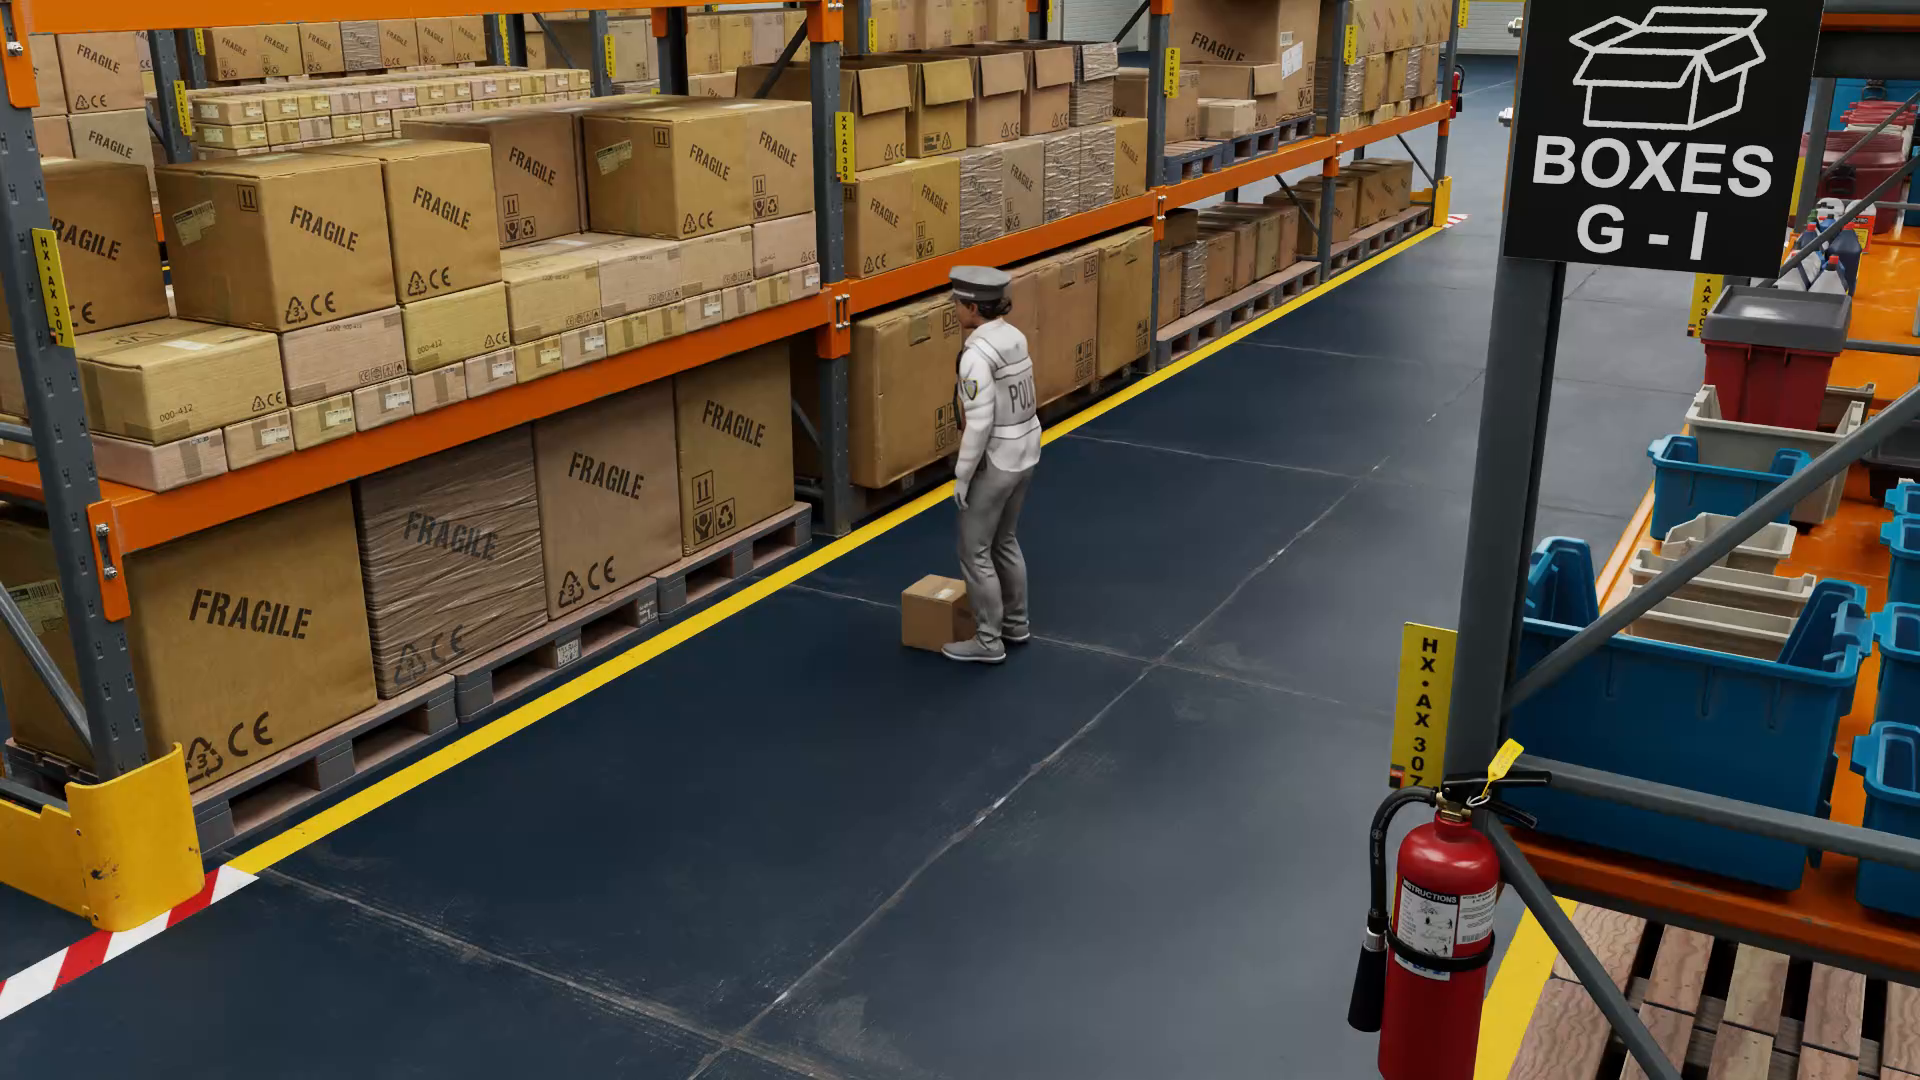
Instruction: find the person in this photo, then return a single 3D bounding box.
[{"bbox_3d":[0.132,-0.304,6.920,0.369,1.663,0.518,10,22,25],"label":"person"}]
